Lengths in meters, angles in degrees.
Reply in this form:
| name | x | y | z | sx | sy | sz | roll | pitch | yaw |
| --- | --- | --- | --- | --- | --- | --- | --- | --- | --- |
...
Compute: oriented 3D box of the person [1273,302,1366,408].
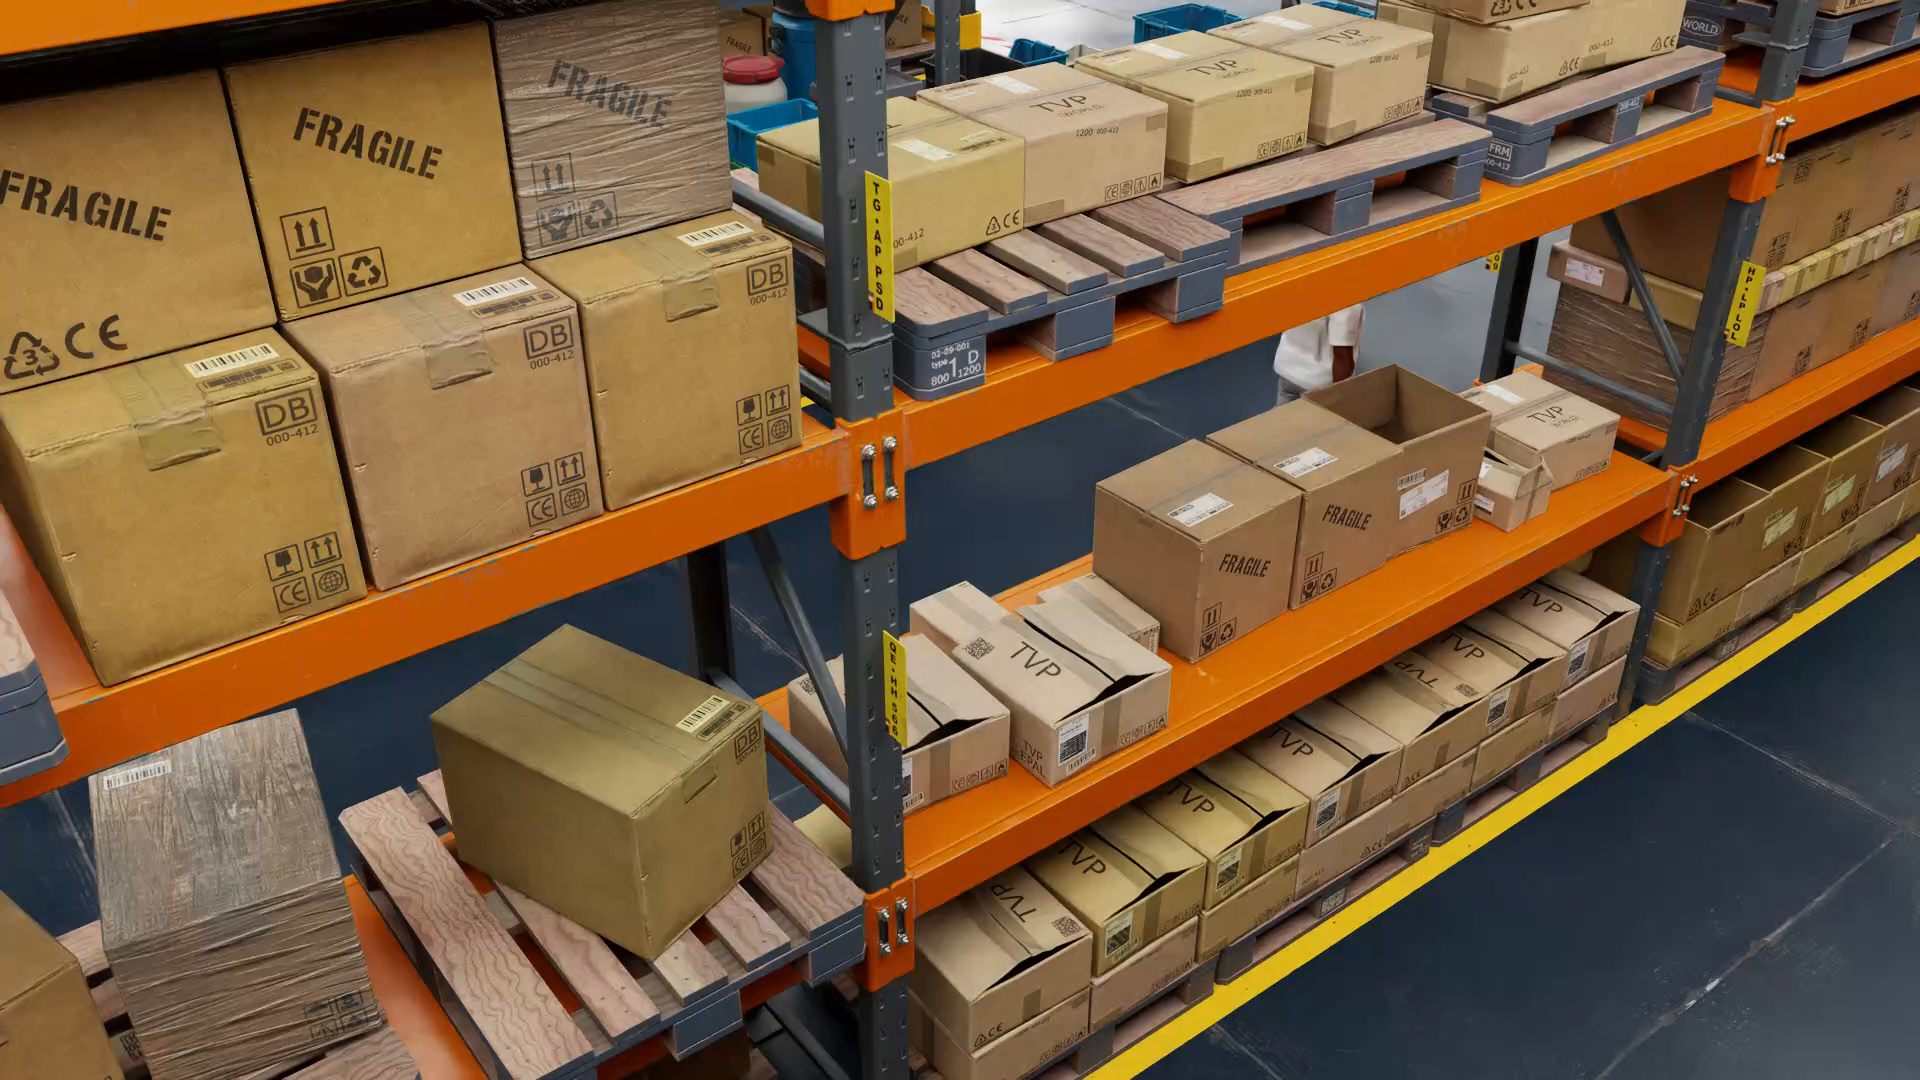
| name | x | y | z | sx | sy | sz | roll | pitch | yaw |
| --- | --- | --- | --- | --- | --- | --- | --- | --- | --- |
| person | 1.857 | -0.838 | 8.462 | 0.754 | 1.795 | 0.623 | -23 | 39 | -32 |
